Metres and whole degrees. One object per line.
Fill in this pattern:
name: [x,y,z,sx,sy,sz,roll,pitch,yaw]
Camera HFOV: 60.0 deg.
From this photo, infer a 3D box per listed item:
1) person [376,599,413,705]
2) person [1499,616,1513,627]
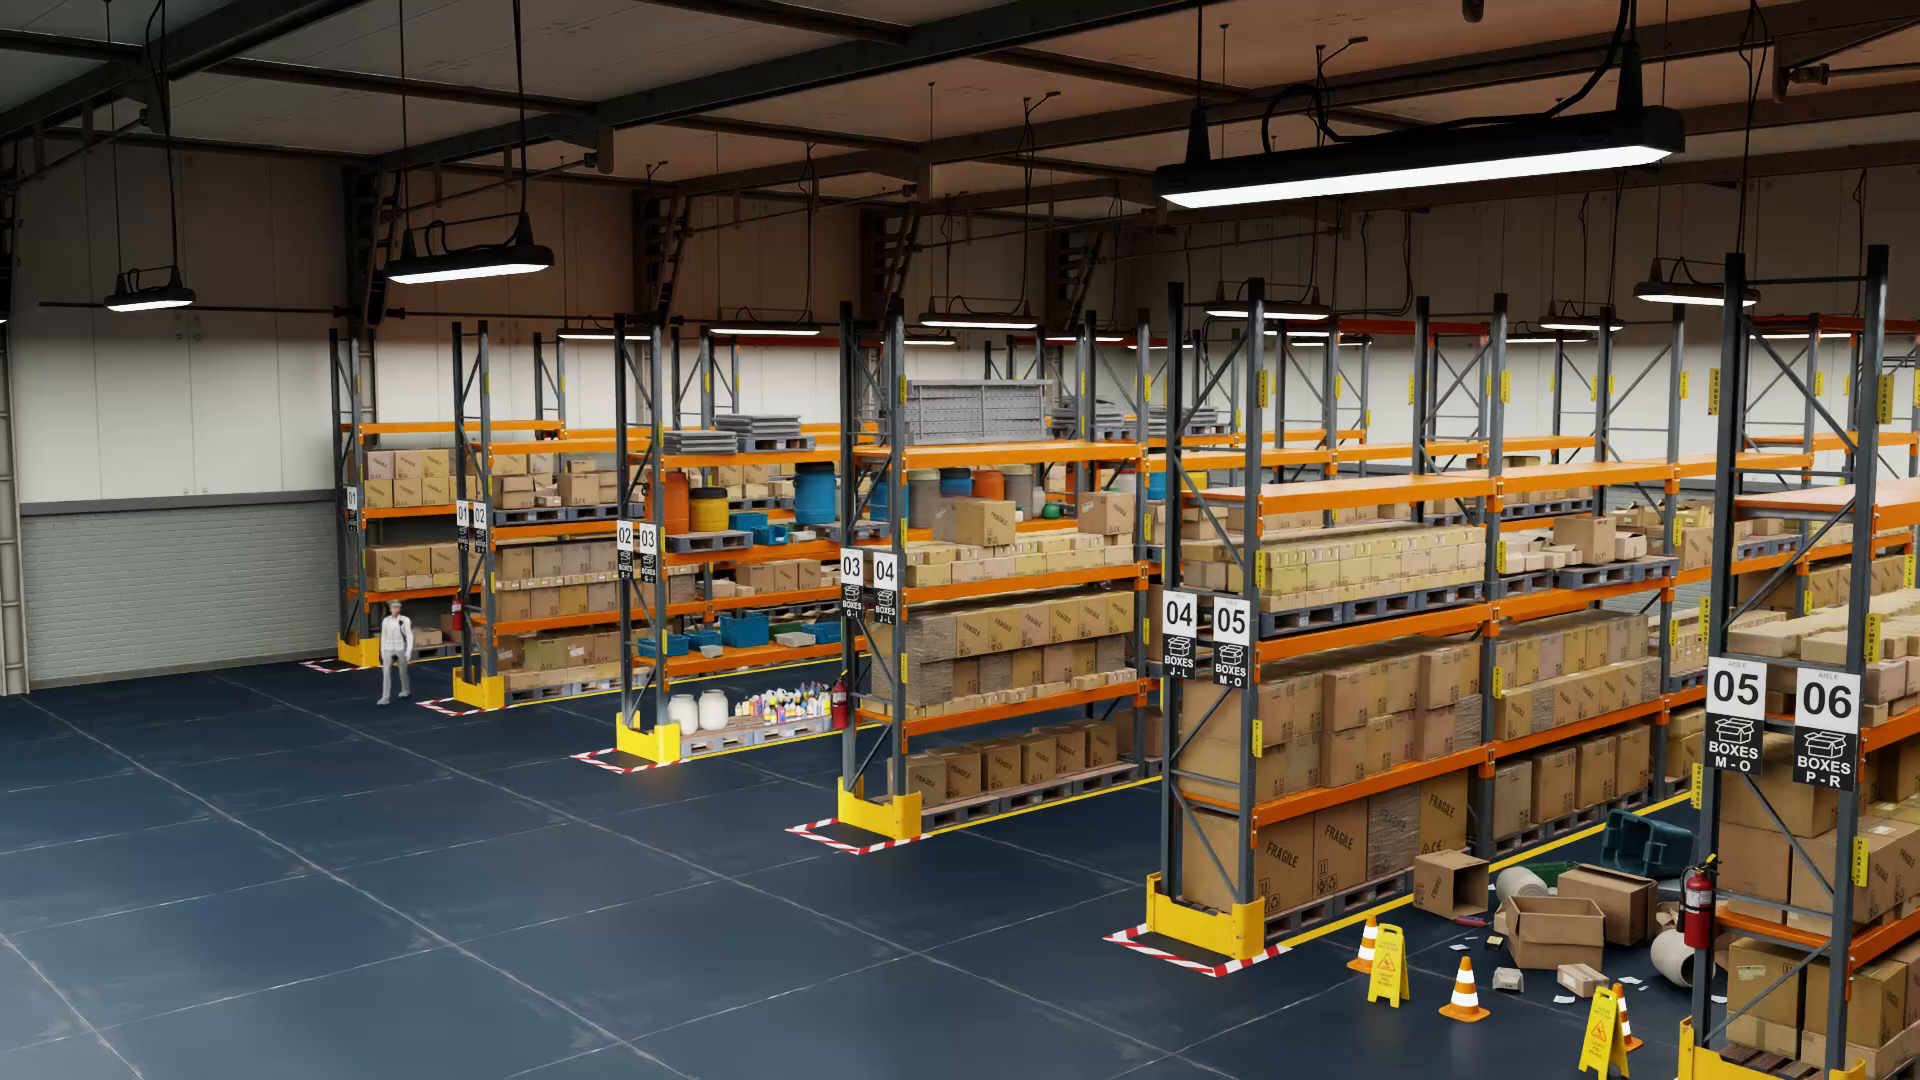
person: [-8.903,1.742,26.222,0.539,1.630,0.969,0,6,-1]
person: [8.199,1.884,24.782,0.729,1.686,0.692,-4,7,-32]
